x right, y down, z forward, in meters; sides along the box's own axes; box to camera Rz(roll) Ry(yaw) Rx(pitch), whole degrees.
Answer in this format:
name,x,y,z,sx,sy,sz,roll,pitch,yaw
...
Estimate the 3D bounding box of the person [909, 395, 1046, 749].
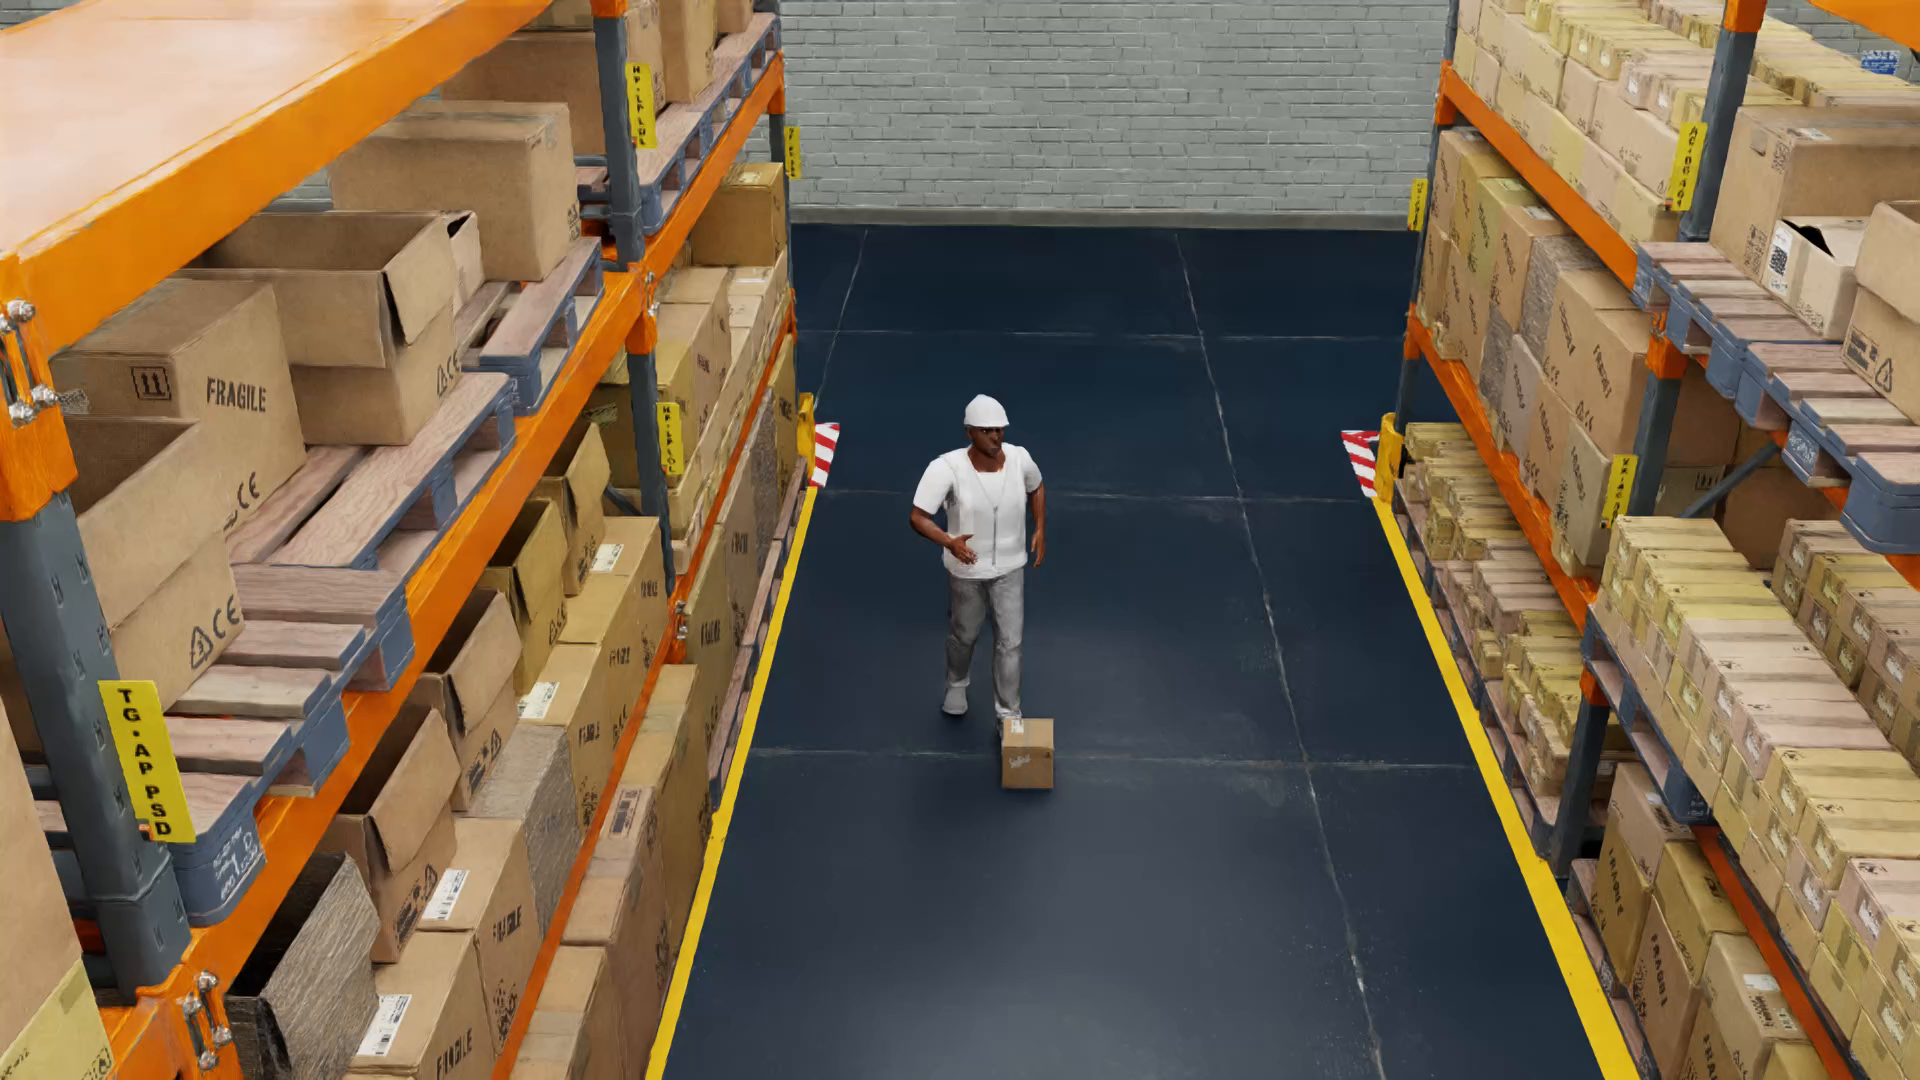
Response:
name,x,y,z,sx,sy,sz,roll,pitch,yaw
person,0.157,0.177,8.256,0.750,1.762,0.739,-8,29,-15
